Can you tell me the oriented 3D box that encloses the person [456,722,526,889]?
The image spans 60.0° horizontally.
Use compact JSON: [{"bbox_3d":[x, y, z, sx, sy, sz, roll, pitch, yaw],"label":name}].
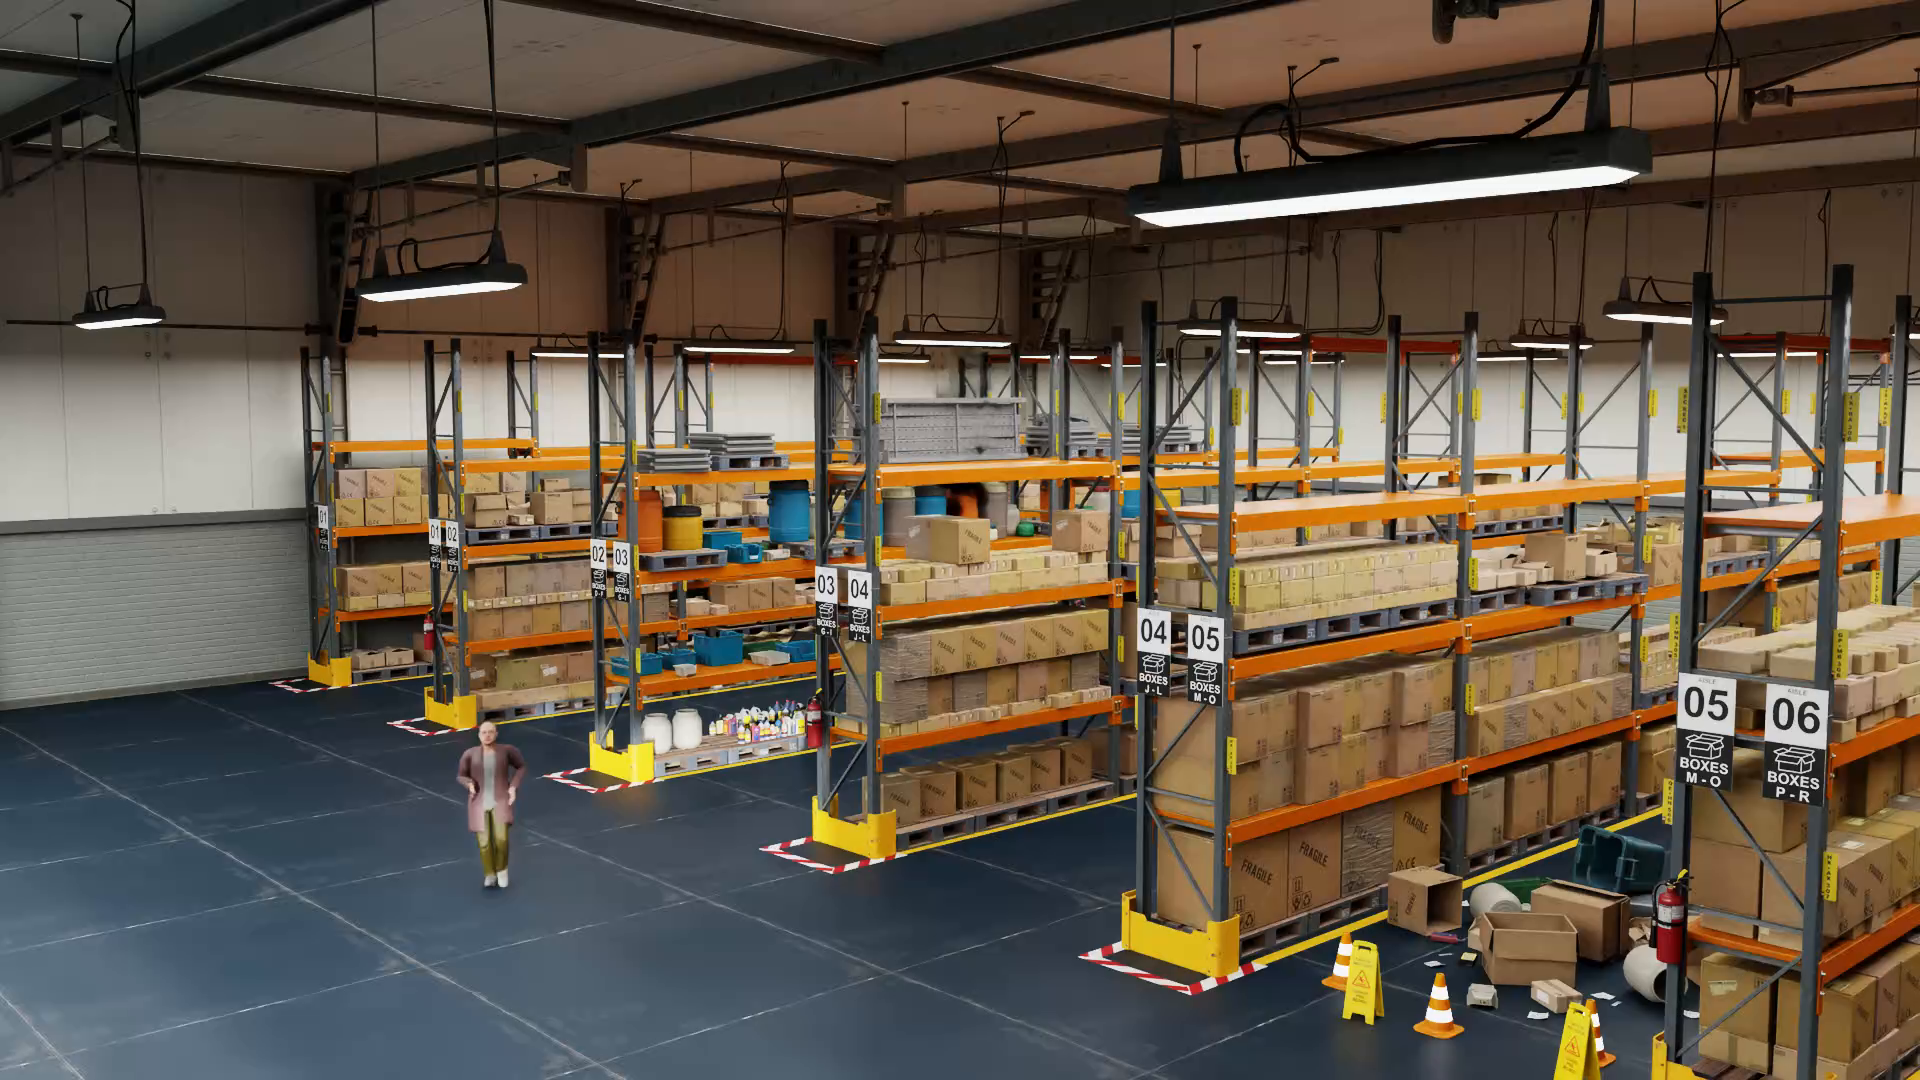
[{"bbox_3d":[-4.867,2.774,17.252,0.694,1.762,0.671,-1,5,-11],"label":"person"}]
